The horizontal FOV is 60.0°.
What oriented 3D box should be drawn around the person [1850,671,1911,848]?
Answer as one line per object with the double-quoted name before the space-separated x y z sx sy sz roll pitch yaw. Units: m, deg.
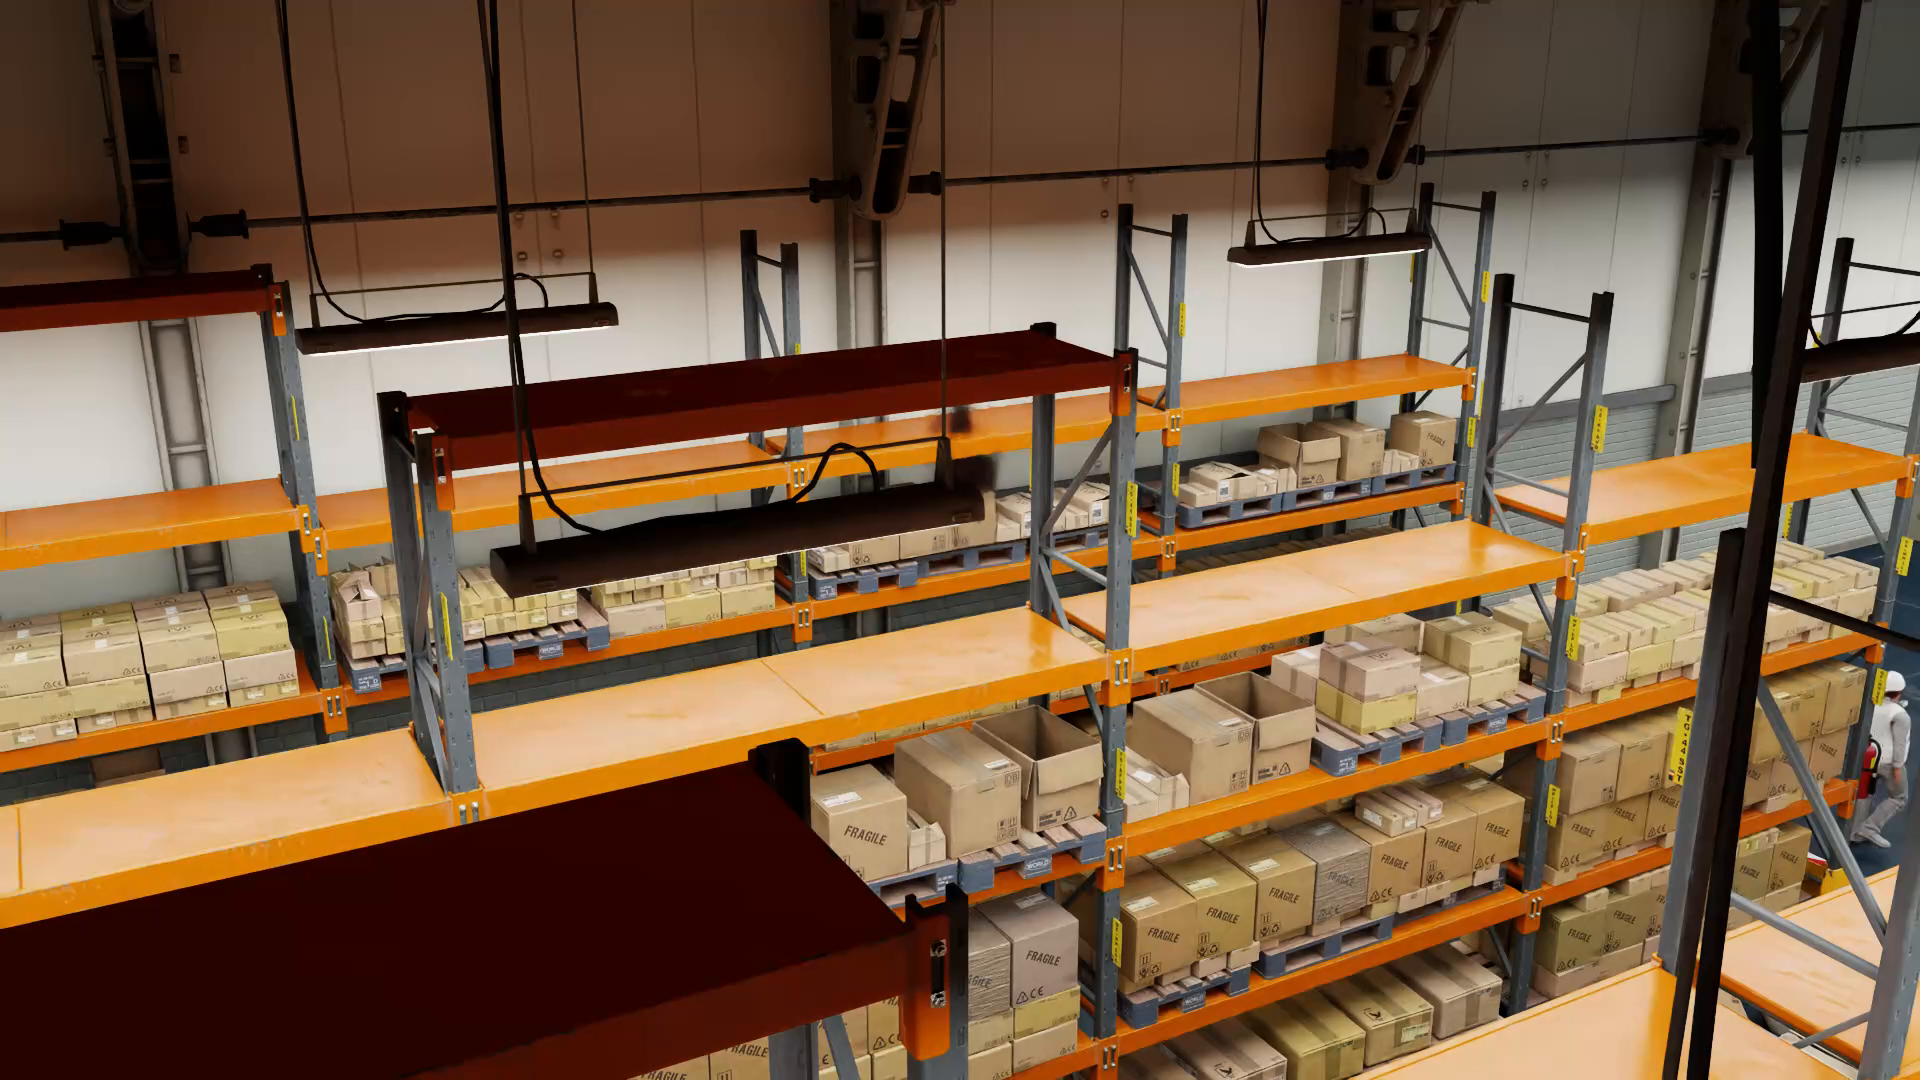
"person" 8.961 2.129 16.190 0.440 1.763 0.618 -7 20 -21
